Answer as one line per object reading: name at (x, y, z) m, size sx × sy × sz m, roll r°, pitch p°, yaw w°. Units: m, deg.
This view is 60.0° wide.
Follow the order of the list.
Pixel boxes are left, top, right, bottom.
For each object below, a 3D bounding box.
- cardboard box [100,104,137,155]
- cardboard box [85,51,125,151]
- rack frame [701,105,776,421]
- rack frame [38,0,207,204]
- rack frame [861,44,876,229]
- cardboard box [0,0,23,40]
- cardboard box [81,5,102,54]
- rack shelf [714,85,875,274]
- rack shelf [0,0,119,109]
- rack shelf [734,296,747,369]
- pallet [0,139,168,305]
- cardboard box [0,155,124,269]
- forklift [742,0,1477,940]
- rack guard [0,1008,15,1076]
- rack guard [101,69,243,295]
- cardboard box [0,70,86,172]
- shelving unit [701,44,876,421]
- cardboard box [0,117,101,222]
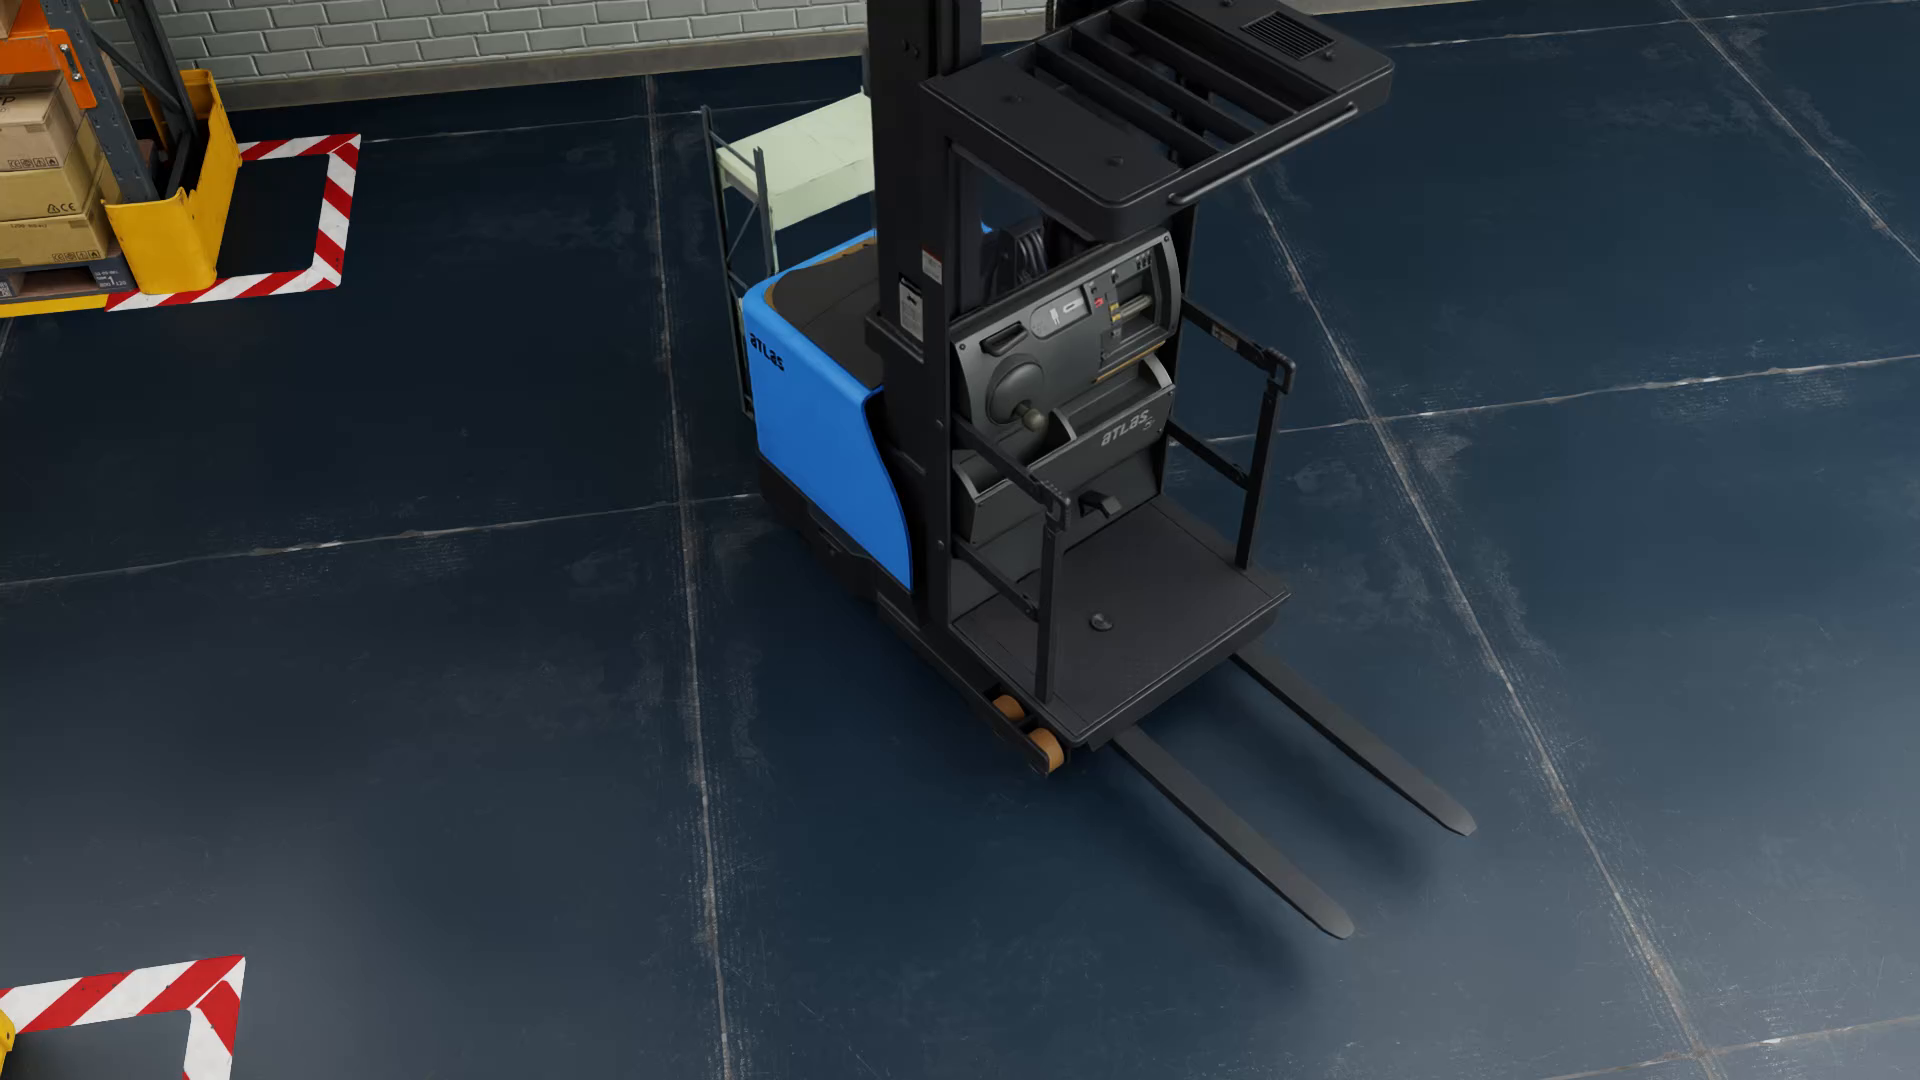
cardboard box at (-4.356, -1.894, 8.109) m, size 0.500 × 0.250 × 0.500 m, roll -7°, pitch 46°, yaw -7°
cardboard box at (-4.338, -2.078, 7.940) m, size 0.500 × 0.250 × 0.500 m, roll -6°, pitch 46°, yaw -6°
rack frame at (-0.834, -0.989, 6.655) m, size 0.023 × 1.500 × 0.400 m, roll -29°, pitch 51°, yaw -25°
rack frame at (-3.839, -2.623, 7.195) m, size 0.127 × 3.000 × 1.000 m, roll -7°, pitch 46°, yaw -7°
rack frame at (-0.252, -1.309, 6.964) m, size 0.023 × 1.500 × 0.400 m, roll -29°, pitch 51°, yaw -25°
cardboard box at (-4.279, -2.411, 6.921) m, size 0.500 × 0.500 × 0.500 m, roll -8°, pitch 47°, yaw -8°
cardboard box at (-4.345, -2.237, 7.746) m, size 0.500 × 0.250 × 0.500 m, roll -8°, pitch 47°, yaw -7°
rack shelf at (-0.548, -1.424, 6.533) m, size 0.720 × 0.370 × 0.431 m, roll -29°, pitch 51°, yaw -25°
rack shelf at (-5.810, -2.128, 7.217) m, size 4.000 × 0.370 × 1.077 m, roll -7°, pitch 46°, yaw -7°
rack shelf at (-0.540, -0.919, 7.041) m, size 0.720 × 0.370 × 0.431 m, roll -29°, pitch 51°, yaw -25°
pallet at (-4.585, -1.532, 8.080) m, size 1.213 × 0.211 × 1.003 m, roll -7°, pitch 46°, yaw -7°
cardboard box at (-4.248, -1.533, 7.762) m, size 0.500 × 0.250 × 0.500 m, roll -7°, pitch 46°, yaw -7°
forklift at (0.499, -0.596, 5.289) m, size 1.130 × 2.935 × 3.031 m, roll -31°, pitch 53°, yaw -26°
rack guard at (-3.064, 1.775, 4.693) m, size 0.348 × 0.500 × 1.175 m, roll -7°, pitch 46°, yaw -7°
rack guard at (-3.815, -1.759, 8.098) m, size 0.348 × 0.500 × 1.175 m, roll -7°, pitch 46°, yaw -7°
cardboard box at (-4.239, -1.884, 7.406) m, size 0.500 × 0.250 × 0.500 m, roll -6°, pitch 46°, yaw -5°
shelving unit at (-0.543, -1.149, 6.810) m, size 0.755 × 1.500 × 0.431 m, roll -29°, pitch 51°, yaw -25°
cardboard box at (-4.265, -1.707, 7.582) m, size 0.500 × 0.250 × 0.500 m, roll -8°, pitch 47°, yaw -7°
